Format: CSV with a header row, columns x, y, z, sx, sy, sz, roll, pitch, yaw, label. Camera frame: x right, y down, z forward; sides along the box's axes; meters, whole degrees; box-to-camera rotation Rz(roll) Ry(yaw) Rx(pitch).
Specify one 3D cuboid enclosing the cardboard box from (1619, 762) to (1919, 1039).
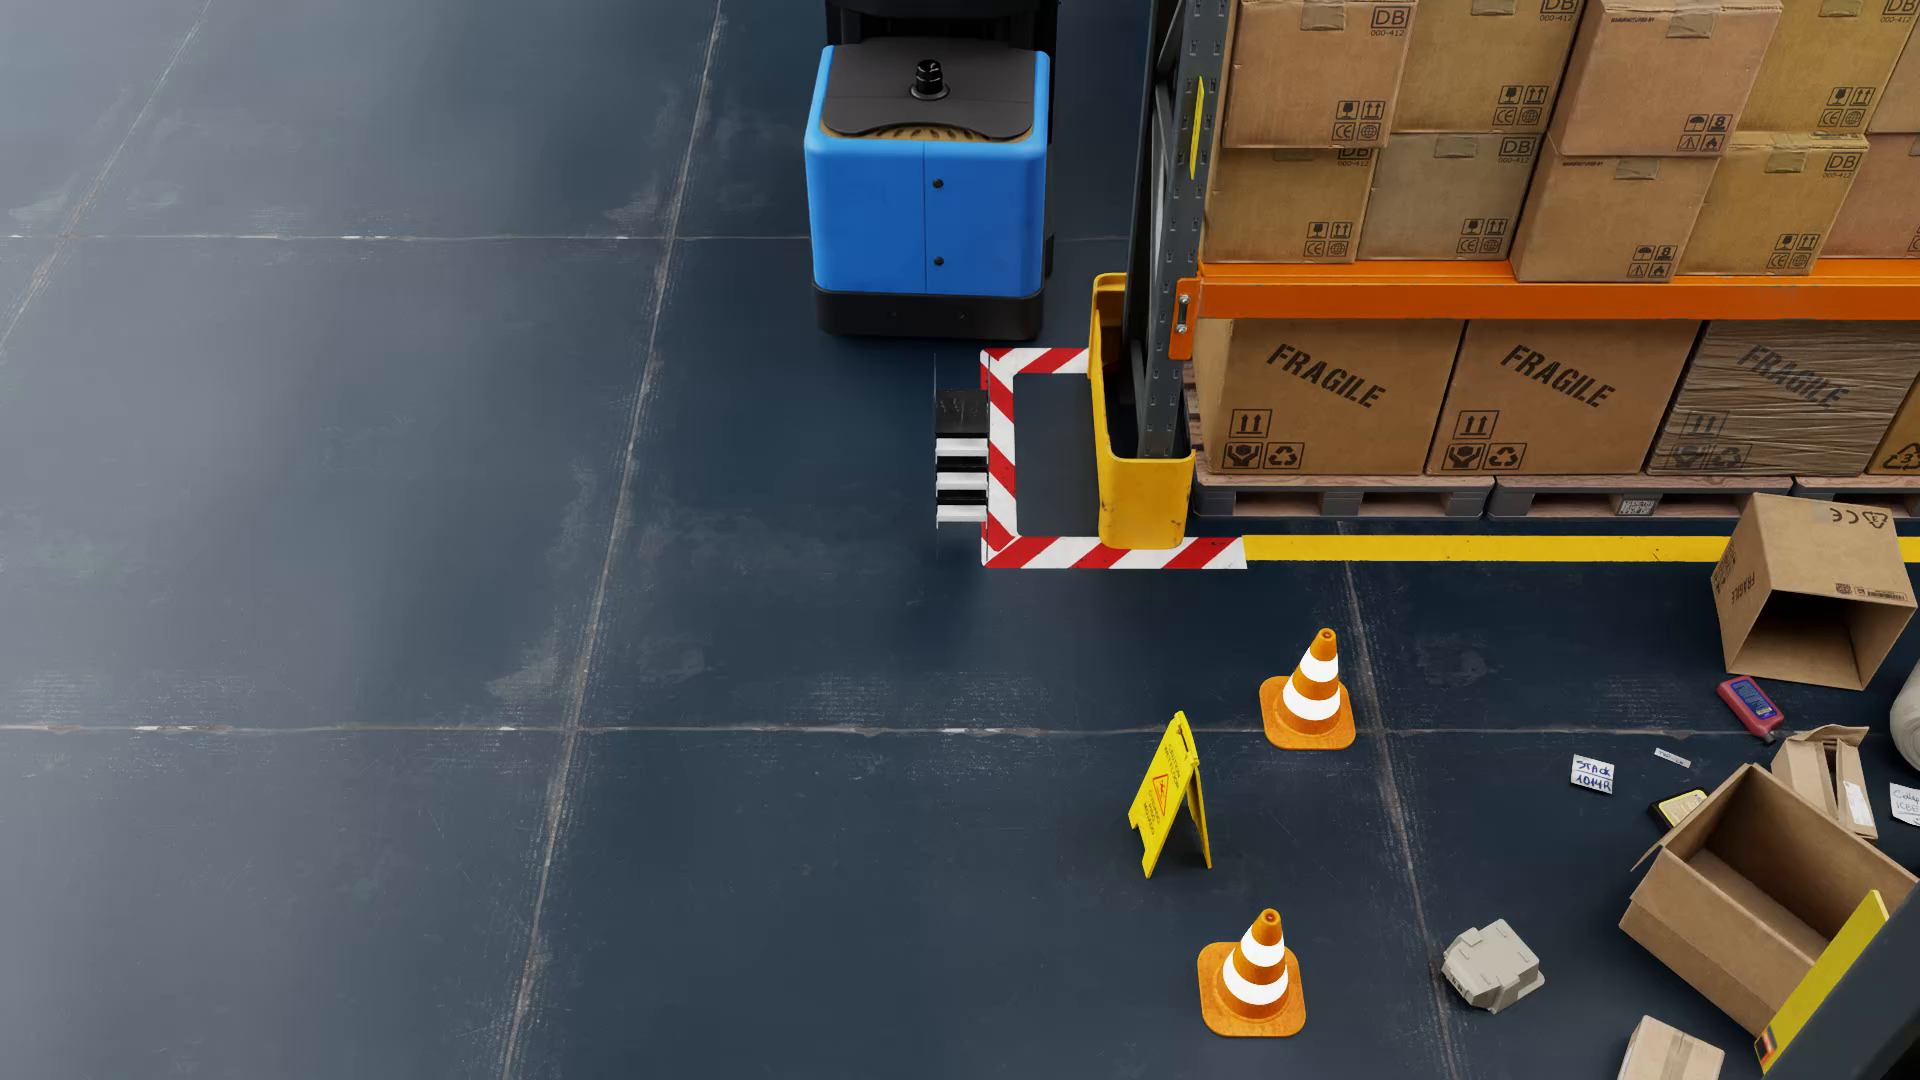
x,y,z,sx,sy,sz,roll,pitch,yaw,label
2.621,1.213,5.358,0.637,0.503,0.797,-31,54,-26,cardboard box

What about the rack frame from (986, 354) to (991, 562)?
x,y,z,sx,sy,sz,roll,pitch,yaw,label
0.110,-0.306,6.501,0.006,0.900,0.240,0,47,0,rack frame

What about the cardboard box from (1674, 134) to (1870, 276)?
x,y,z,sx,sy,sz,roll,pitch,yaw,label
2.783,-1.446,6.025,0.500,0.550,0.875,0,47,0,cardboard box

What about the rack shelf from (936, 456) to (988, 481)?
x,y,z,sx,sy,sz,roll,pitch,yaw,label
0.008,-0.345,6.460,0.200,0.077,0.258,0,47,0,rack shelf

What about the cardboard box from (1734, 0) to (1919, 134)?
x,y,z,sx,sy,sz,roll,pitch,yaw,label
2.783,-1.861,5.673,0.500,0.550,0.875,0,47,0,cardboard box

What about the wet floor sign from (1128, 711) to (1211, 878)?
x,y,z,sx,sy,sz,roll,pitch,yaw,label
0.736,0.839,5.609,0.232,0.644,0.267,-7,47,-7,wet floor sign

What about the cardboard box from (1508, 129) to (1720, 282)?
x,y,z,sx,sy,sz,roll,pitch,yaw,label
2.253,-1.417,5.998,0.550,0.550,0.875,0,47,0,cardboard box

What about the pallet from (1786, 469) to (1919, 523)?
x,y,z,sx,sy,sz,roll,pitch,yaw,label
4.012,-0.511,7.162,1.213,0.211,1.003,0,47,0,pallet

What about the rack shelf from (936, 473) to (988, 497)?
x,y,z,sx,sy,sz,roll,pitch,yaw,label
0.008,-0.284,6.526,0.200,0.077,0.258,0,47,0,rack shelf

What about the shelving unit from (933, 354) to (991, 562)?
x,y,z,sx,sy,sz,roll,pitch,yaw,label
0.008,-0.307,6.501,0.210,0.900,0.258,0,47,0,shelving unit

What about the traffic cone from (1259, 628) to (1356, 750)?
x,y,z,sx,sy,sz,roll,pitch,yaw,label
1.298,0.493,6.056,0.334,0.463,0.336,0,47,0,traffic cone

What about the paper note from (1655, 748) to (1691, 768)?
x,y,z,sx,sy,sz,roll,pitch,yaw,label
2.607,0.797,6.082,0.123,0.001,0.032,23,51,20,paper note

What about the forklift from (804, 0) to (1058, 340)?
x,y,z,sx,sy,sz,roll,pitch,yaw,label
-0.072,-2.982,7.604,1.130,2.935,3.031,2,47,2,forklift

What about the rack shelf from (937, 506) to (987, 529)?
x,y,z,sx,sy,sz,roll,pitch,yaw,label
0.008,-0.161,6.657,0.200,0.077,0.258,0,47,0,rack shelf

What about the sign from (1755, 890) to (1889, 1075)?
x,y,z,sx,sy,sz,roll,pitch,yaw,label
0.877,0.481,1.679,0.005,0.325,0.100,0,47,0,sign

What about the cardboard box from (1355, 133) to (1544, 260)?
x,y,z,sx,sy,sz,roll,pitch,yaw,label
1.693,-1.510,6.085,0.550,0.550,0.875,0,47,0,cardboard box

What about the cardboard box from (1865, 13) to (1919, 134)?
x,y,z,sx,sy,sz,roll,pitch,yaw,label
3.313,-1.865,5.677,0.550,0.550,0.875,0,47,0,cardboard box

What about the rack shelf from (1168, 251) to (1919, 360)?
x,y,z,sx,sy,sz,roll,pitch,yaw,label
2.772,-1.162,6.354,4.000,0.370,1.077,0,47,0,rack shelf

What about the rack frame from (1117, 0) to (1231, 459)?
x,y,z,sx,sy,sz,roll,pitch,yaw,label
0.772,-1.412,6.096,0.127,3.000,1.000,0,47,0,rack frame

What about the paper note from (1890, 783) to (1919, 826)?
x,y,z,sx,sy,sz,roll,pitch,yaw,label
3.407,0.948,5.932,0.155,0.023,0.172,15,49,14,paper note

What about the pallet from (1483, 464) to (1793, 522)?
x,y,z,sx,sy,sz,roll,pitch,yaw,label
2.789,-0.512,7.163,1.213,0.211,1.003,0,47,0,pallet

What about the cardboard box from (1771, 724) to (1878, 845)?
x,y,z,sx,sy,sz,roll,pitch,yaw,label
3.046,0.873,5.836,0.258,0.266,0.396,8,48,7,cardboard box

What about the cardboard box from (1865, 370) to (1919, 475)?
x,y,z,sx,sy,sz,roll,pitch,yaw,label
4.143,-0.874,6.759,0.875,0.875,0.875,1,47,1,cardboard box

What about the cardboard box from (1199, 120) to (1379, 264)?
x,y,z,sx,sy,sz,roll,pitch,yaw,label
1.143,-1.496,6.071,0.550,0.550,0.875,0,47,0,cardboard box

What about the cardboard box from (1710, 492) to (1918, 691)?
x,y,z,sx,sy,sz,roll,pitch,yaw,label
3.216,0.196,6.305,0.500,0.500,0.500,8,48,7,cardboard box

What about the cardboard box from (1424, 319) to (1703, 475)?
x,y,z,sx,sy,sz,roll,pitch,yaw,label
2.330,-0.877,6.763,0.875,0.875,0.875,-1,47,0,cardboard box

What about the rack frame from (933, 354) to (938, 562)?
x,y,z,sx,sy,sz,roll,pitch,yaw,label
-0.094,-0.307,6.502,0.006,0.900,0.240,0,47,0,rack frame

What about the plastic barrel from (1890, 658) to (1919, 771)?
x,y,z,sx,sy,sz,roll,pitch,yaw,label
3.632,0.596,5.987,0.421,0.421,0.512,32,55,26,plastic barrel

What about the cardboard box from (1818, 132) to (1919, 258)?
x,y,z,sx,sy,sz,roll,pitch,yaw,label
3.313,-1.517,6.092,0.550,0.550,0.875,0,47,0,cardboard box

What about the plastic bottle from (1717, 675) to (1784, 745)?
x,y,z,sx,sy,sz,roll,pitch,yaw,label
2.966,0.636,6.197,0.133,0.061,0.283,-15,49,-13,plastic bottle

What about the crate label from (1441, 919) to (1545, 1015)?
x,y,z,sx,sy,sz,roll,pitch,yaw,label
1.740,1.387,5.446,0.298,0.136,0.250,-23,51,-20,crate label

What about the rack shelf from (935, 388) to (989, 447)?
x,y,z,sx,sy,sz,roll,pitch,yaw,label
0.008,-0.468,6.328,0.200,0.077,0.258,0,47,0,rack shelf

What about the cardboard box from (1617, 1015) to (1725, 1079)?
x,y,z,sx,sy,sz,roll,pitch,yaw,label
2.172,1.707,5.140,0.250,0.149,0.380,23,51,20,cardboard box

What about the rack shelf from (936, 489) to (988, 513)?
x,y,z,sx,sy,sz,roll,pitch,yaw,label
0.008,-0.223,6.592,0.200,0.077,0.258,0,47,0,rack shelf

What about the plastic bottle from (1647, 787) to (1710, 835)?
x,y,z,sx,sy,sz,roll,pitch,yaw,label
2.599,0.956,5.899,0.283,0.061,0.133,-15,49,-13,plastic bottle

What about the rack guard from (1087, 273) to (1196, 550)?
x,y,z,sx,sy,sz,roll,pitch,yaw,label
0.748,-0.561,7.011,0.348,0.500,1.175,0,47,0,rack guard

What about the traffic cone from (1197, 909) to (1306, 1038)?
x,y,z,sx,sy,sz,roll,pitch,yaw,label
0.954,1.319,5.287,0.334,0.463,0.336,0,47,0,traffic cone

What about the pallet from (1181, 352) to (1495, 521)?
x,y,z,sx,sy,sz,roll,pitch,yaw,label
1.572,-0.517,7.168,1.213,0.211,1.003,0,47,0,pallet

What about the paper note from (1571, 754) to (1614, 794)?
x,y,z,sx,sy,sz,roll,pitch,yaw,label
2.292,0.847,6.023,0.142,0.017,0.144,15,49,14,paper note

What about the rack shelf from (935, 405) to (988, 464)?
x,y,z,sx,sy,sz,roll,pitch,yaw,label
0.008,-0.407,6.394,0.200,0.077,0.258,0,47,0,rack shelf

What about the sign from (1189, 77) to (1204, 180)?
x,y,z,sx,sy,sz,roll,pitch,yaw,label
0.764,-1.328,5.372,0.005,0.325,0.100,0,47,0,sign

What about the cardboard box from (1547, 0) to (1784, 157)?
x,y,z,sx,sy,sz,roll,pitch,yaw,label
2.253,-1.767,5.586,0.550,0.550,0.875,0,47,0,cardboard box

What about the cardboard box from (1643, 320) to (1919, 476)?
x,y,z,sx,sy,sz,roll,pitch,yaw,label
3.242,-0.873,6.759,0.875,0.875,0.875,0,47,0,cardboard box

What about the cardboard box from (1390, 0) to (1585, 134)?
x,y,z,sx,sy,sz,roll,pitch,yaw,label
1.693,-1.868,5.680,0.550,0.550,0.875,0,47,0,cardboard box

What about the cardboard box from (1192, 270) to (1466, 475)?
x,y,z,sx,sy,sz,roll,pitch,yaw,label
1.450,-0.878,6.764,0.875,0.875,0.875,0,47,0,cardboard box

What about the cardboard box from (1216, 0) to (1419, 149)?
x,y,z,sx,sy,sz,roll,pitch,yaw,label
1.143,-1.802,5.619,0.550,0.550,0.875,0,47,0,cardboard box
